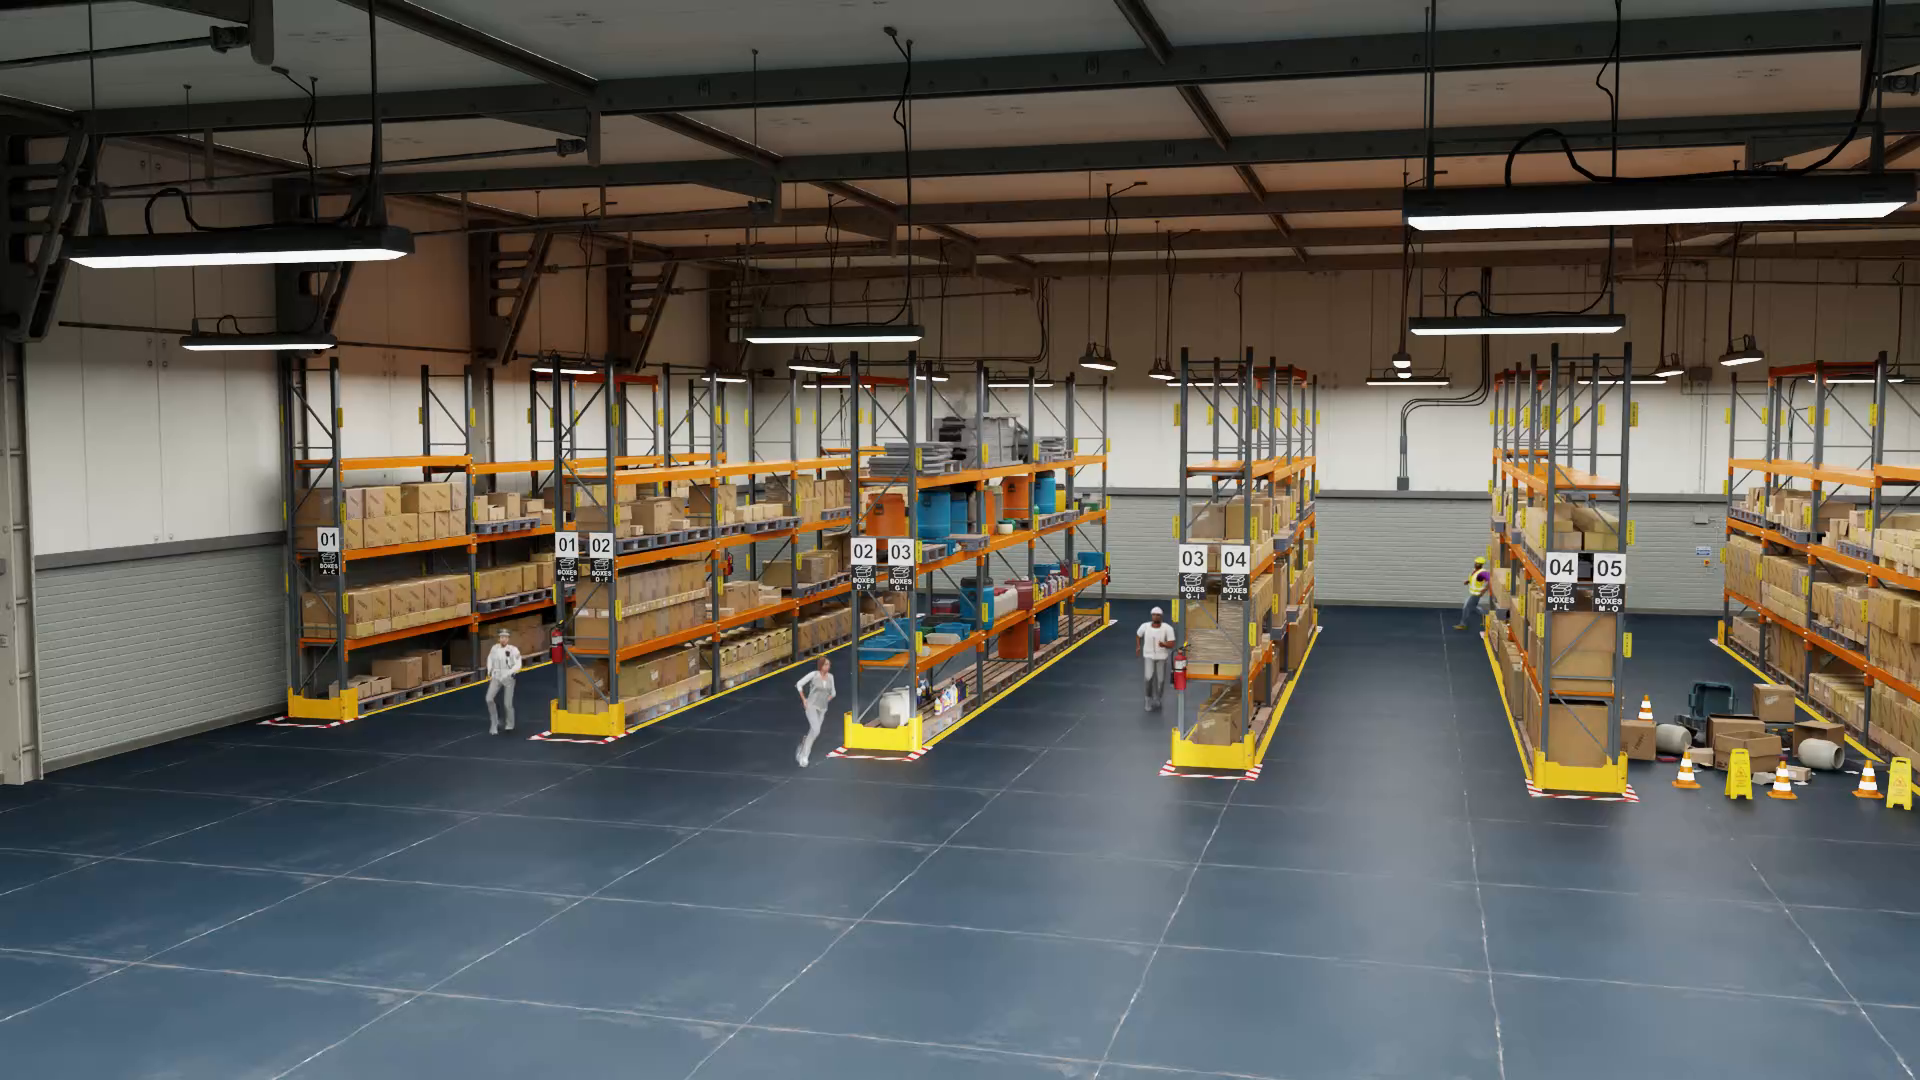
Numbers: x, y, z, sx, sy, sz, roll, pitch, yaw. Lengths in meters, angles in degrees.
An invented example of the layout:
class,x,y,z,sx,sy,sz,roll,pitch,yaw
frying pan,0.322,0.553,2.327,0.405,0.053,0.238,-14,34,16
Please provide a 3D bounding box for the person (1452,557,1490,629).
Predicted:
class,x,y,z,sx,sy,sz,roll,pitch,yaw
person,12.103,1.258,39.134,0.914,1.722,0.761,0,4,6

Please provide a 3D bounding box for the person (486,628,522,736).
class,x,y,z,sx,sy,sz,roll,pitch,yaw
person,-7.249,2.237,26.375,0.625,1.700,0.642,0,4,5

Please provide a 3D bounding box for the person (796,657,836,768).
class,x,y,z,sx,sy,sz,roll,pitch,yaw
person,-2.098,2.477,24.071,0.619,1.571,0.631,-3,5,-39

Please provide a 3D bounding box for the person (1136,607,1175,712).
class,x,y,z,sx,sy,sz,roll,pitch,yaw
person,3.332,2.041,28.404,0.671,1.801,0.728,1,4,7
